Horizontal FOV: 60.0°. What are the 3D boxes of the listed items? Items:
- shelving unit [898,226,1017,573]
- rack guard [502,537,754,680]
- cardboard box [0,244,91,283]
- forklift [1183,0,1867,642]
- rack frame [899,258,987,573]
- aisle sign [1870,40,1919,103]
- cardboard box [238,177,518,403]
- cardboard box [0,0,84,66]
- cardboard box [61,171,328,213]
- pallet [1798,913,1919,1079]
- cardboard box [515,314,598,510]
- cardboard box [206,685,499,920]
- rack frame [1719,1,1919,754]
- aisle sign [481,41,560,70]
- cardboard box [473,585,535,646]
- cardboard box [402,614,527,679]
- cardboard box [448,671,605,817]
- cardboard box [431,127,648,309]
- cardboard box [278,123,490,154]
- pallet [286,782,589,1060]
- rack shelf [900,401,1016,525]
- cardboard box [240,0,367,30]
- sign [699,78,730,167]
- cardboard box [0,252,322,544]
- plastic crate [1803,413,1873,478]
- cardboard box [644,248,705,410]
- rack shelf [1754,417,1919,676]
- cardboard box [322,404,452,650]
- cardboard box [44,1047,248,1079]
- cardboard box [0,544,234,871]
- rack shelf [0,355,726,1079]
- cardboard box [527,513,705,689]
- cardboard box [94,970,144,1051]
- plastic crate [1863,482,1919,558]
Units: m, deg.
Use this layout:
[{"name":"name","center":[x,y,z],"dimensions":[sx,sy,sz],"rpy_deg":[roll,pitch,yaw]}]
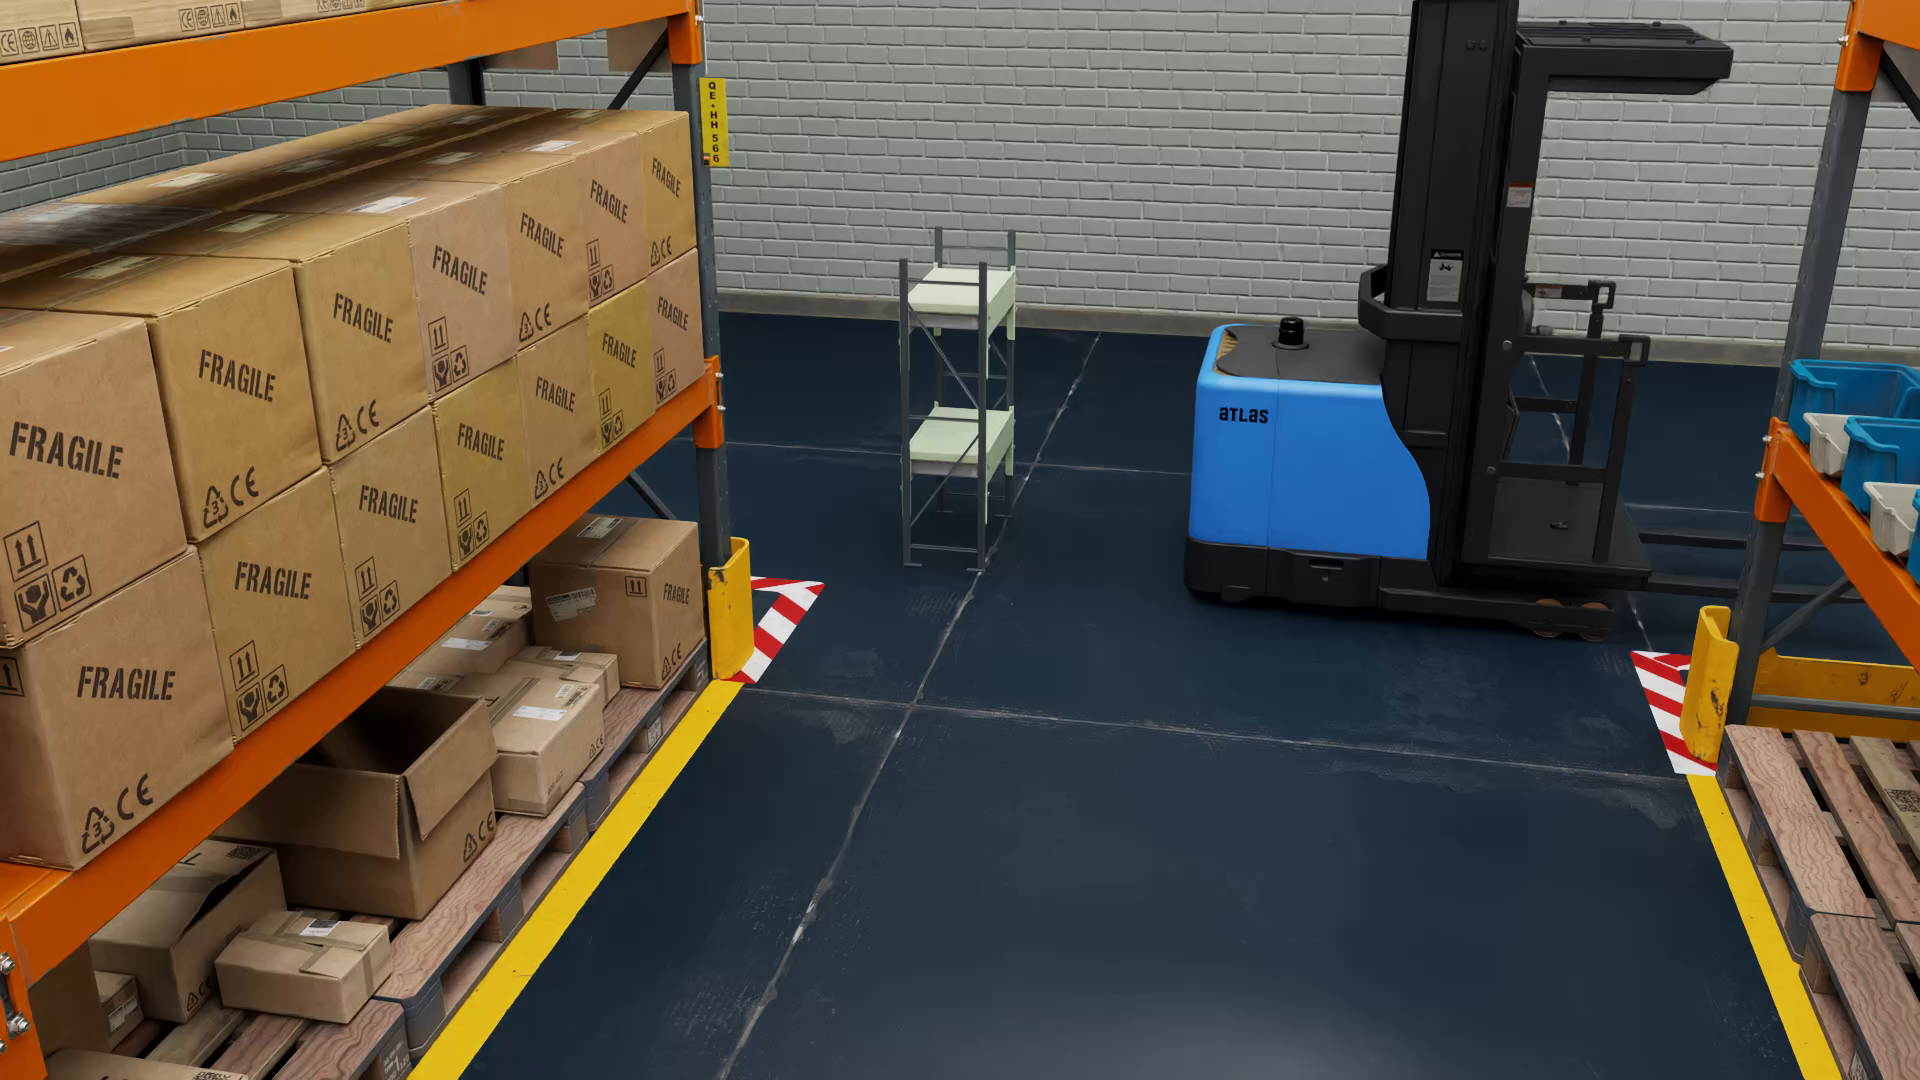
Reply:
[{"name":"shelving unit","center":[-0.001,-0.693,8.067],"dimensions":[0.431,1.500,0.755],"rpy_deg":[4,22,11]},{"name":"rack guard","center":[-1.482,0.245,7.076],"dimensions":[1.175,0.500,0.348],"rpy_deg":[4,22,11]},{"name":"cardboard box","center":[-2.331,-0.382,3.814],"dimensions":[0.500,0.500,0.500],"rpy_deg":[4,22,10]},{"name":"forklift","center":[2.601,-1.135,7.247],"dimensions":[3.031,2.935,1.130],"rpy_deg":[5,22,12]},{"name":"rack frame","center":[-0.076,-0.559,7.735],"dimensions":[0.400,1.500,0.023],"rpy_deg":[4,22,11]},{"name":"aisle sign","center":[3.106,-1.818,5.373],"dimensions":[0.394,0.787,0.004],"rpy_deg":[4,22,11]},{"name":"cardboard box","center":[-1.596,-0.706,4.619],"dimensions":[0.500,0.500,0.500],"rpy_deg":[5,23,13]},{"name":"cardboard box","center":[-1.941,-0.960,2.908],"dimensions":[0.500,0.250,0.500],"rpy_deg":[4,22,11]},{"name":"cardboard box","center":[-2.124,-0.750,4.728],"dimensions":[0.500,0.500,0.500],"rpy_deg":[4,22,10]},{"name":"pallet","center":[2.925,1.474,4.412],"dimensions":[1.003,0.211,1.213],"rpy_deg":[4,22,11]},{"name":"cardboard box","center":[-1.501,-0.432,5.277],"dimensions":[0.500,0.500,0.500],"rpy_deg":[5,22,11]},{"name":"cardboard box","center":[-1.904,0.787,5.137],"dimensions":[0.797,0.503,0.637],"rpy_deg":[4,22,11]},{"name":"rack frame","center":[3.382,-0.563,5.737],"dimensions":[1.000,3.000,0.127],"rpy_deg":[4,22,11]},{"name":"aisle sign","center":[-1.740,-2.195,6.310],"dimensions":[0.394,0.787,0.004],"rpy_deg":[4,22,11]},{"name":"cardboard box","center":[-1.888,0.303,6.813],"dimensions":[0.380,0.149,0.250],"rpy_deg":[4,22,11]},{"name":"cardboard box","center":[-1.957,0.489,6.215],"dimensions":[0.500,0.250,0.500],"rpy_deg":[4,22,11]},{"name":"cardboard box","center":[-1.559,0.692,5.712],"dimensions":[0.500,0.250,0.500],"rpy_deg":[4,22,11]},{"name":"cardboard box","center":[-1.390,-1.084,5.557],"dimensions":[0.500,0.500,0.500],"rpy_deg":[5,22,12]},{"name":"cardboard box","center":[-1.914,-1.118,5.643],"dimensions":[0.500,0.500,0.500],"rpy_deg":[5,22,11]},{"name":"pallet","center":[-1.894,1.116,5.301],"dimensions":[1.003,0.211,1.213],"rpy_deg":[4,22,11]},{"name":"rack shelf","center":[-0.001,-0.391,8.189],"dimensions":[0.431,0.370,0.720],"rpy_deg":[4,22,11]},{"name":"cardboard box","center":[-1.731,-1.325,3.815],"dimensions":[0.500,0.250,0.500],"rpy_deg":[4,22,11]},{"name":"sign","center":[-0.927,-1.576,6.279],"dimensions":[0.100,0.325,0.005],"rpy_deg":[4,22,11]},{"name":"cardboard box","center":[-1.806,-0.329,3.683],"dimensions":[0.500,0.500,0.500],"rpy_deg":[4,22,9]},{"name":"plastic crate","center":[2.863,-0.292,5.337],"dimensions":[0.250,0.136,0.298],"rpy_deg":[4,22,11]},{"name":"cardboard box","center":[-1.291,-0.804,6.201],"dimensions":[0.500,0.500,0.500],"rpy_deg":[5,23,13]},{"name":"rack shelf","center":[2.974,0.502,4.055],"dimensions":[1.077,0.370,4.000],"rpy_deg":[4,22,11]},{"name":"cardboard box","center":[-1.706,-0.062,4.357],"dimensions":[0.500,0.500,0.500],"rpy_deg":[4,22,11]},{"name":"cardboard box","center":[-1.985,1.427,3.806],"dimensions":[0.500,0.311,0.500],"rpy_deg":[4,22,11]},{"name":"cardboard box","center":[-1.912,0.309,3.438],"dimensions":[0.500,0.500,0.500],"rpy_deg":[5,22,12]},{"name":"rack shelf","center":[-1.874,0.123,4.996],"dimensions":[1.077,0.370,4.000],"rpy_deg":[4,22,11]},{"name":"cardboard box","center":[-1.336,0.231,6.522],"dimensions":[0.500,0.500,0.500],"rpy_deg":[4,22,11]},{"name":"cardboard box","center":[-2.426,1.267,4.419],"dimensions":[0.380,0.149,0.250],"rpy_deg":[4,22,11]},{"name":"plastic crate","center":[2.725,-0.044,4.721],"dimensions":[0.250,0.136,0.298],"rpy_deg":[4,22,11]}]
